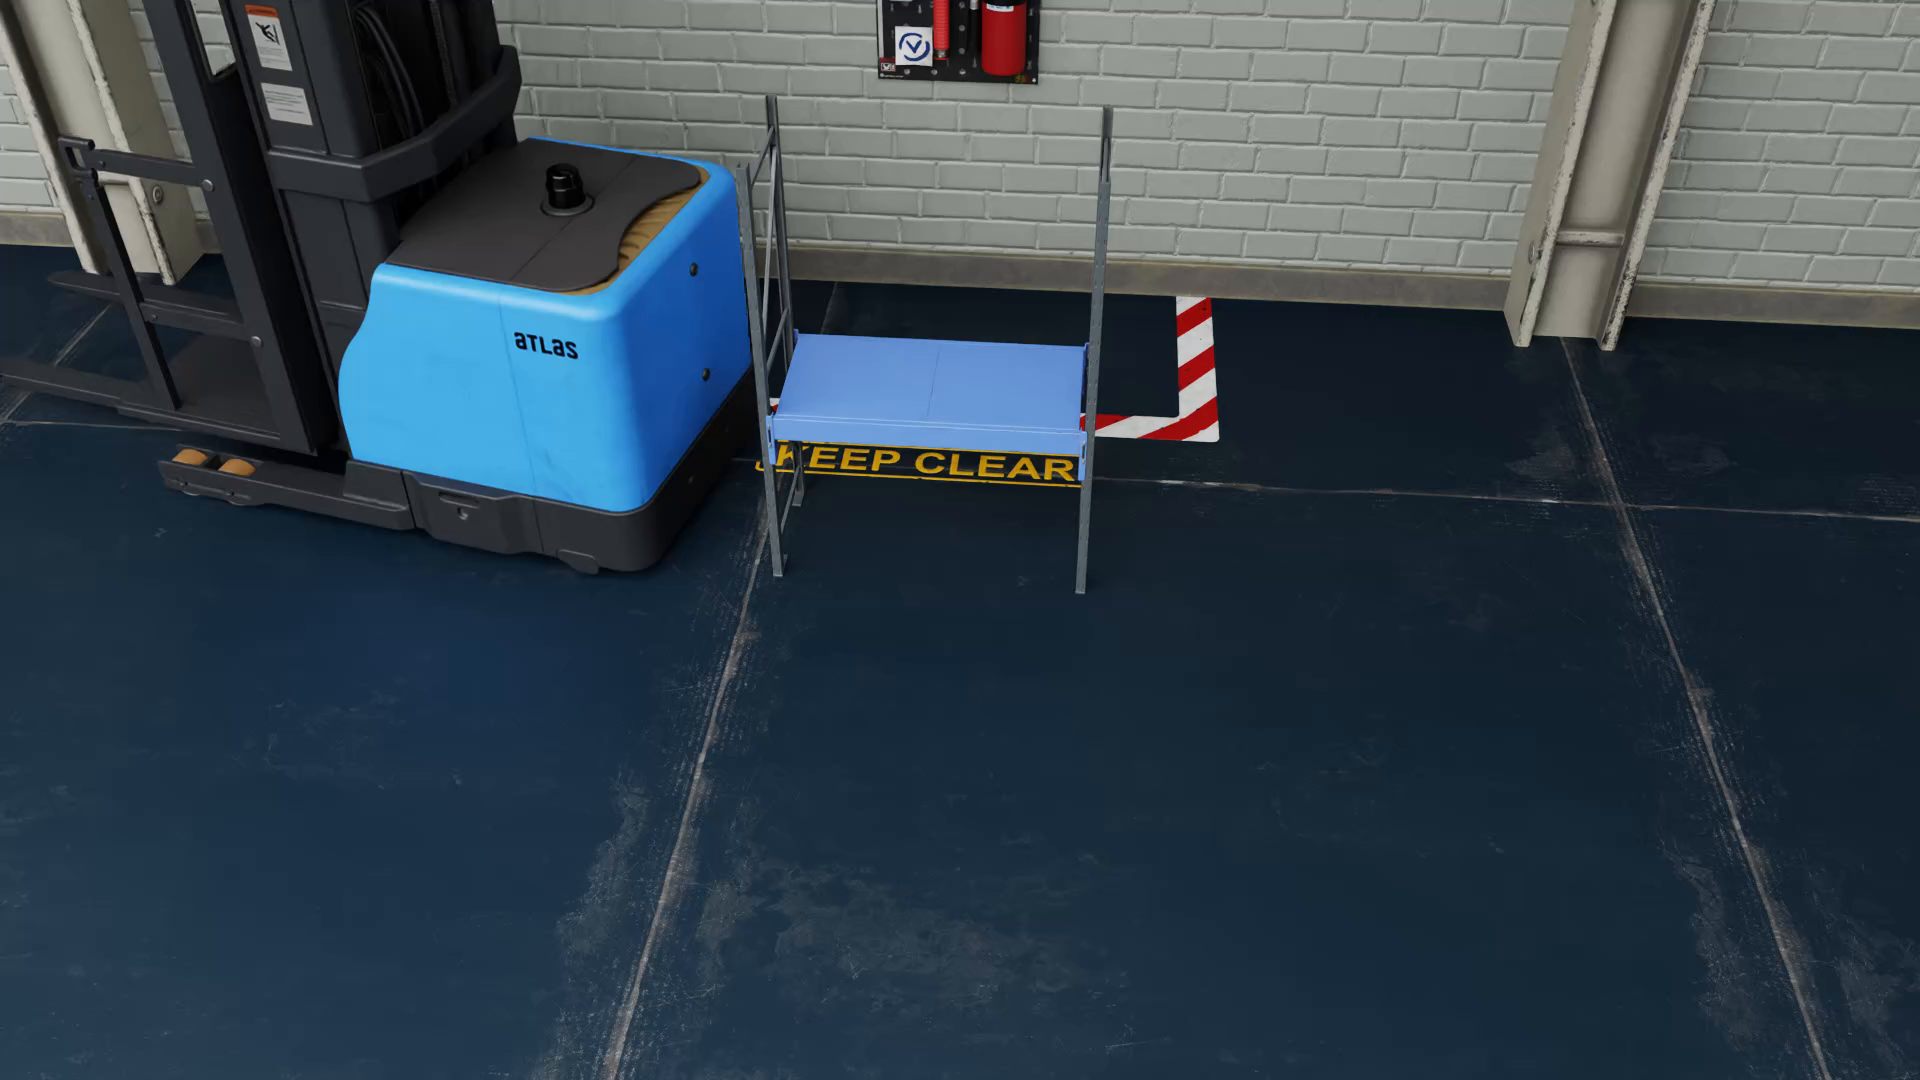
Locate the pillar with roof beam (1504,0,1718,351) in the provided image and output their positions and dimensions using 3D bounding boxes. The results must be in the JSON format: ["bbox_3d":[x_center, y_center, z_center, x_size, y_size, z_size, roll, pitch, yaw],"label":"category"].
[{"bbox_3d":[2.080,-1.652,0.651,0.400,9.000,9.100,3,39,4],"label":"pillar with roof beam"}]

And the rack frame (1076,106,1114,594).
[{"bbox_3d":[0.421,-0.559,5.248,0.032,1.500,0.500,3,39,4],"label":"rack frame"}]

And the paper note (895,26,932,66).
[{"bbox_3d":[-0.178,-1.903,6.409,0.142,0.148,0.016,3,39,4],"label":"paper note"}]

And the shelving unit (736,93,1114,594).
[{"bbox_3d":[-0.085,-0.586,5.282,1.048,1.500,0.538,3,39,4],"label":"shelving unit"}]

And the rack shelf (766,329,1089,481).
[{"bbox_3d":[-0.085,-0.447,5.396,1.000,0.185,0.538,3,39,4],"label":"rack shelf"}]

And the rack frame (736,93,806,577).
[{"bbox_3d":[-0.591,-0.614,5.316,0.032,1.500,0.500,3,39,4],"label":"rack frame"}]

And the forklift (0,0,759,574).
[{"bbox_3d":[-2.318,-1.562,5.347,3.031,2.935,1.130,11,40,13],"label":"forklift"}]

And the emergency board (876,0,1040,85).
[{"bbox_3d":[-0.008,-2.191,6.066,0.643,1.169,0.194,3,39,4],"label":"emergency board"}]

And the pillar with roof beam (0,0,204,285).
[{"bbox_3d":[-3.898,-1.979,1.052,0.400,9.000,9.100,3,39,4],"label":"pillar with roof beam"}]
